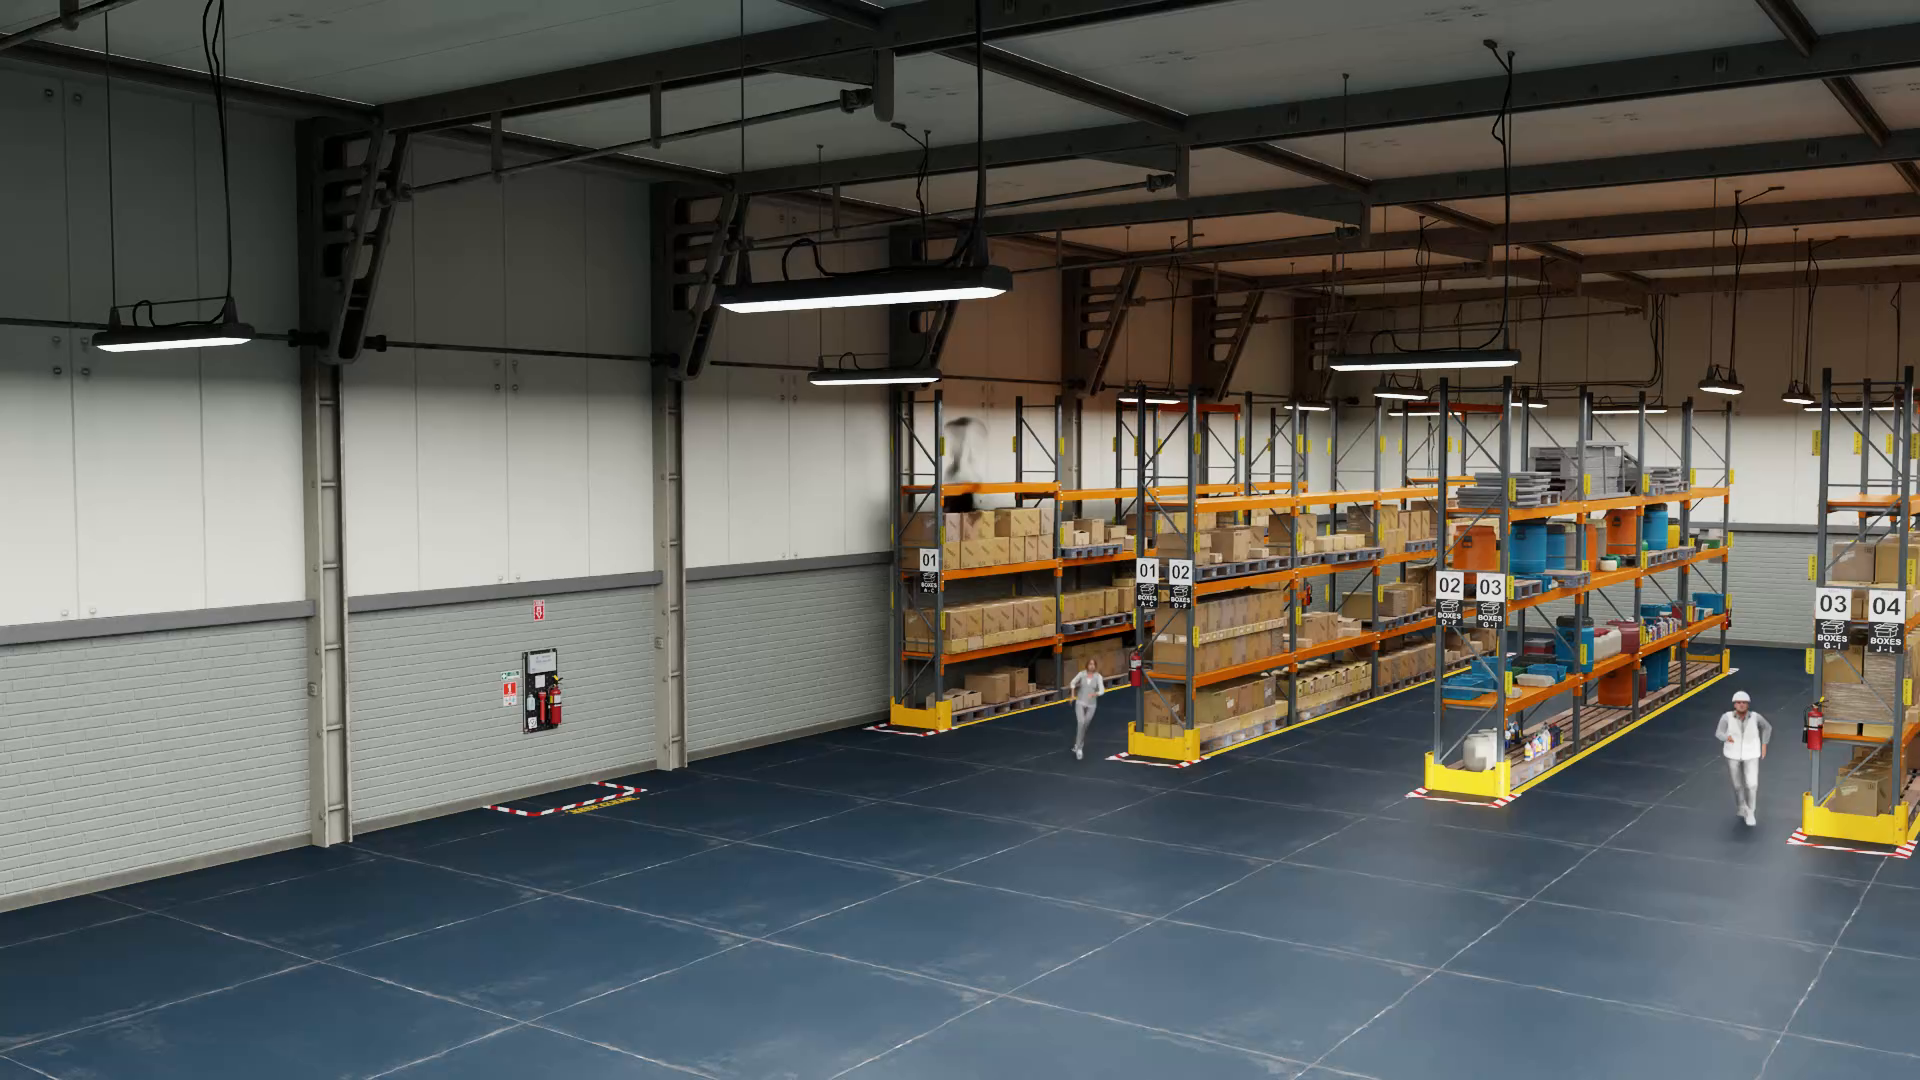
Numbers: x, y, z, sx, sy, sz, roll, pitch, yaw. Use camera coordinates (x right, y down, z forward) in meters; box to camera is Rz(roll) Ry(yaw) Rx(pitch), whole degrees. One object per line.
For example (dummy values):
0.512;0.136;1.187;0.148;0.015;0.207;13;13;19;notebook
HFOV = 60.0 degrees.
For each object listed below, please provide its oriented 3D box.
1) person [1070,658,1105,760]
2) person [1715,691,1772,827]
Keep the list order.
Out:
2.059;2.740;26.821;0.539;1.489;0.764;0;3;-3;person
10.398;2.895;22.101;0.667;1.794;0.796;2;4;28;person
